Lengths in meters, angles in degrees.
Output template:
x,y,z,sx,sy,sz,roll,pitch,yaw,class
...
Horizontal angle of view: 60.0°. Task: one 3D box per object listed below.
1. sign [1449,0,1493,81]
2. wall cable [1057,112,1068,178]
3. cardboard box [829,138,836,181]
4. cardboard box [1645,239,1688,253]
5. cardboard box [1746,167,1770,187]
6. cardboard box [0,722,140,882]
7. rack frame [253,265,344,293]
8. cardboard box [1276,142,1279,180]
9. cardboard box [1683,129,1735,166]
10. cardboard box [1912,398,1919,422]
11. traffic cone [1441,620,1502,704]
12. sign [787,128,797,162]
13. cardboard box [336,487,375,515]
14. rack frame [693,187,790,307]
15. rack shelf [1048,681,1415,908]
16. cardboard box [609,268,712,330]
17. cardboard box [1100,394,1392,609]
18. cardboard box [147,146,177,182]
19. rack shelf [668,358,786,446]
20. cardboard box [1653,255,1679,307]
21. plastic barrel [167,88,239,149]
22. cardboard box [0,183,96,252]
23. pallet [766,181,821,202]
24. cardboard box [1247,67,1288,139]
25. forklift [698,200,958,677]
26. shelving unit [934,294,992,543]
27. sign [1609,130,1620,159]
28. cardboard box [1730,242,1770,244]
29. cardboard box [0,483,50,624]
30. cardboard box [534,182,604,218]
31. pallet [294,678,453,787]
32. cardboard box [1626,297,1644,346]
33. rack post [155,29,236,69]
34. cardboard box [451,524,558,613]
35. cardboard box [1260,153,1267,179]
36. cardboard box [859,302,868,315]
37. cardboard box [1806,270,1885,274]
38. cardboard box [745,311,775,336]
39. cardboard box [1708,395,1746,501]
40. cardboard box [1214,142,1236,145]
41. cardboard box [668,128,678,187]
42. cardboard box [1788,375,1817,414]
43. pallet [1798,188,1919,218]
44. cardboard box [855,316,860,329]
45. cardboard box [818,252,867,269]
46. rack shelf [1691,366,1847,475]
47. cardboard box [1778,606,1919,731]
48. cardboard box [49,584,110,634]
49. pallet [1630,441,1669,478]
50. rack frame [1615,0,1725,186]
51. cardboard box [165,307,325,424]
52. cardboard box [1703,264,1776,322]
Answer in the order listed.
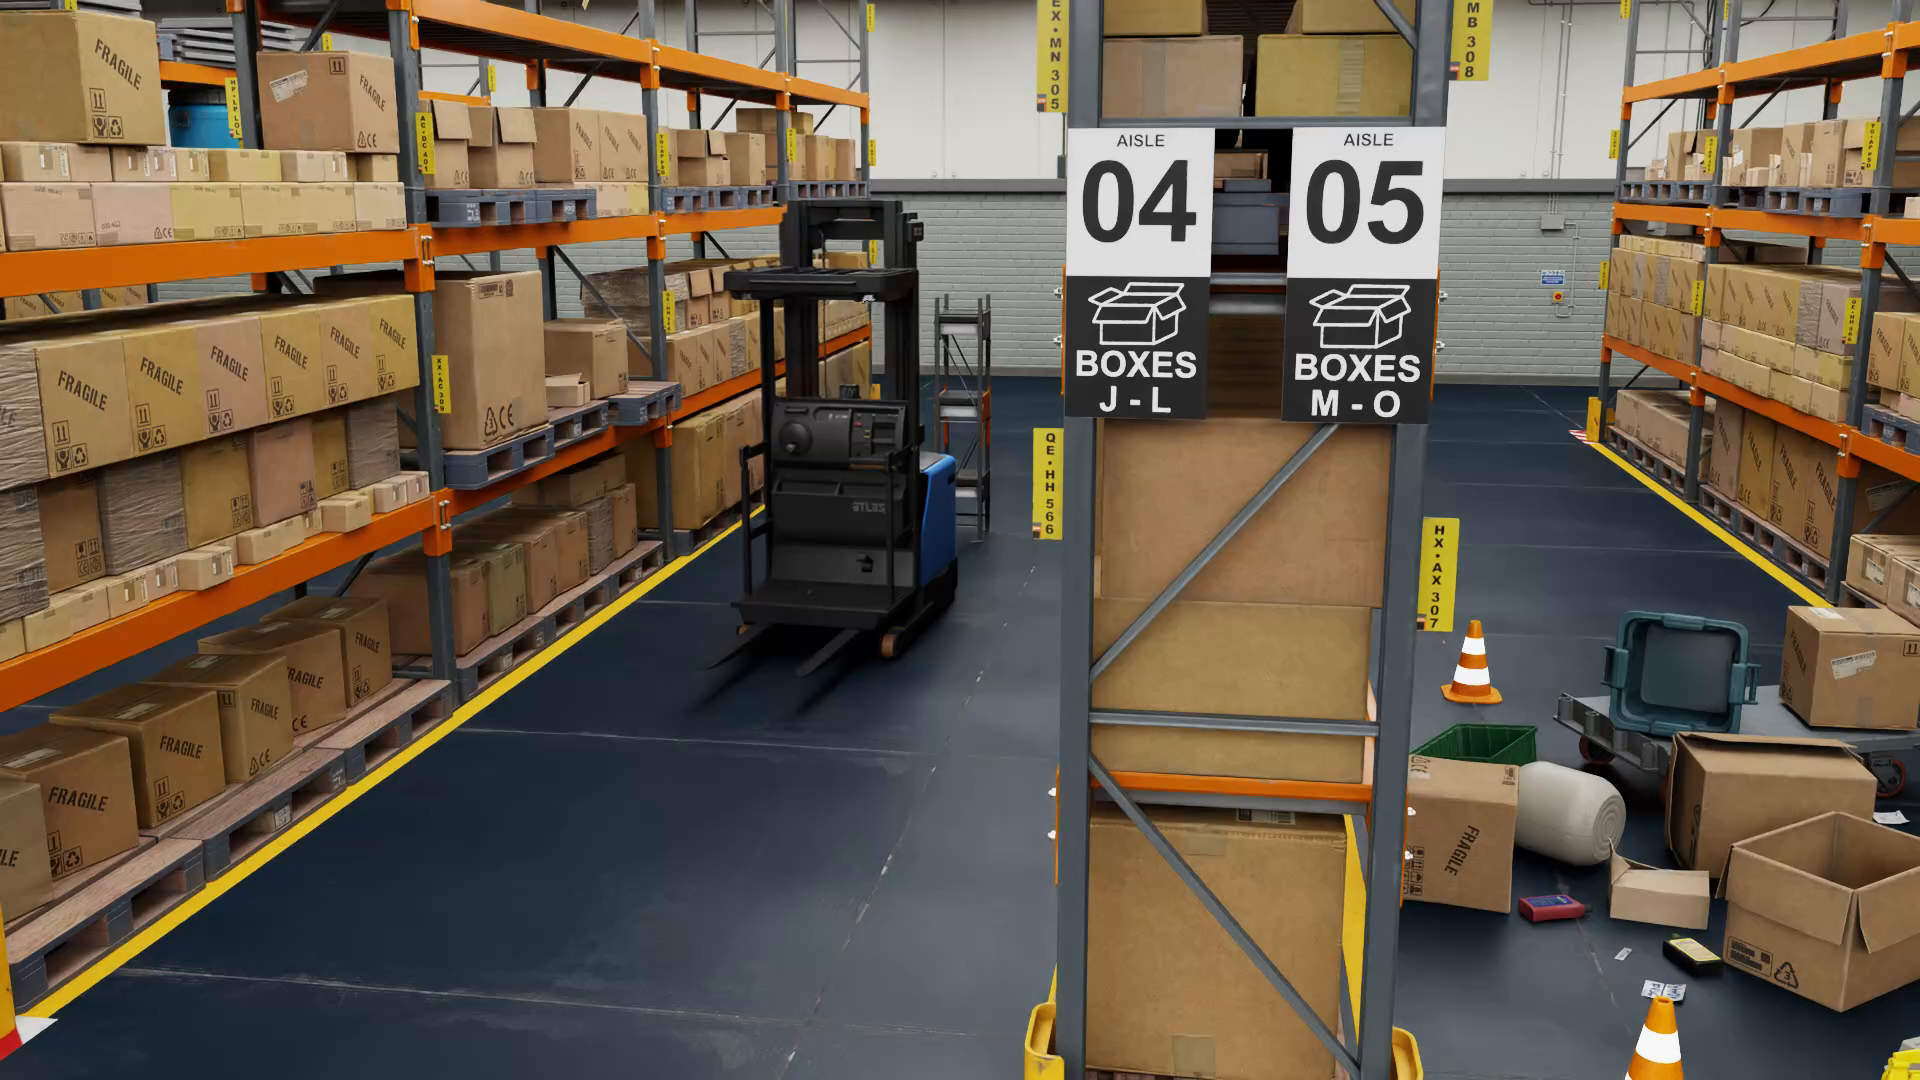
x,y,z,sx,sy,sz,roll,pitch,yaw,class
1.343,-1.372,4.359,0.100,0.325,0.005,2,12,9,sign
2.646,-8.542,25.136,2.277,5.999,0.120,2,12,9,wall cable
-1.862,-4.518,19.746,0.700,0.500,0.500,1,12,7,cardboard box
7.621,-3.171,17.937,0.380,0.149,0.250,2,12,9,cardboard box
7.007,-3.123,14.304,0.380,0.166,0.250,1,12,5,cardboard box
-3.919,1.121,7.110,0.500,0.500,0.500,5,13,23,cardboard box
-7.138,-2.300,18.044,1.000,3.000,0.127,2,12,9,rack frame
1.437,-1.486,6.510,0.380,0.149,0.250,2,12,8,cardboard box
7.723,-3.871,16.735,0.797,0.503,0.637,3,12,13,cardboard box
6.472,-0.836,10.854,0.380,0.149,0.250,2,12,9,cardboard box
3.109,0.718,10.064,0.336,0.463,0.334,2,12,9,traffic cone
-1.707,-3.996,16.823,0.100,0.325,0.005,2,12,9,sign
-3.363,-0.195,8.874,0.380,0.149,0.250,2,12,9,cardboard box
-2.244,-2.139,17.299,1.000,3.000,0.127,2,12,9,rack frame
1.103,0.476,6.872,1.077,0.370,4.000,2,12,9,rack shelf
-2.628,-2.133,14.652,0.797,0.503,0.637,2,12,10,cardboard box
0.891,-0.137,5.088,0.875,0.550,0.550,2,12,9,cardboard box
-3.593,-1.602,7.096,0.380,0.149,0.250,2,12,8,cardboard box
-2.552,-1.371,15.443,1.077,0.370,4.000,2,12,9,rack shelf
7.503,-2.674,17.173,0.500,0.500,0.500,2,12,9,cardboard box
-7.250,-3.856,15.959,0.600,0.901,0.708,2,12,9,plastic barrel
-3.687,-1.234,6.333,0.500,0.250,0.500,2,12,7,cardboard box
-2.108,-3.732,17.781,1.003,0.211,1.213,2,12,9,pallet
1.277,-1.555,5.884,0.500,0.250,0.500,2,12,8,cardboard box
-0.870,-0.746,10.996,1.130,2.935,3.031,3,13,14,forklift
0.025,-1.061,14.432,0.431,2.100,0.503,2,12,9,shelving unit
7.616,-4.602,19.346,0.100,0.325,0.005,2,12,9,sign
8.042,-2.943,16.877,0.380,0.149,0.250,2,12,7,cardboard box
-3.978,0.051,6.193,0.875,0.500,0.500,2,12,9,cardboard box
-2.833,-2.384,11.673,0.500,0.250,0.500,2,12,10,cardboard box
-3.543,1.030,9.211,1.003,0.211,1.213,2,12,9,pallet
7.659,-2.397,18.261,0.500,0.500,0.500,2,12,8,cardboard box
-7.324,-4.562,15.490,0.937,0.300,0.954,3,13,15,rack post
-3.181,0.191,11.377,0.700,0.500,0.500,1,12,4,cardboard box
1.750,-2.064,8.917,0.258,0.266,0.396,2,12,8,cardboard box
-1.441,-2.934,20.639,0.500,0.250,0.500,2,12,8,cardboard box
7.558,-2.042,14.236,0.500,0.500,0.500,2,12,10,cardboard box
-2.129,-1.979,16.319,0.500,0.500,0.500,2,12,10,cardboard box
7.531,-0.853,15.378,0.875,0.875,0.875,2,12,10,cardboard box
0.906,-1.782,6.937,0.500,0.250,0.500,2,12,8,cardboard box
-2.791,-3.339,14.512,0.500,0.500,0.500,3,12,12,cardboard box
6.817,-1.133,12.985,0.500,0.250,0.500,2,12,10,cardboard box
6.979,-2.495,12.279,1.213,0.211,1.003,2,12,11,pallet
-1.437,-2.658,20.301,0.380,0.149,0.250,2,12,9,cardboard box
-1.444,-3.301,20.558,0.500,0.500,0.500,2,12,9,cardboard box
7.240,-1.050,13.953,1.077,0.370,4.000,2,12,9,rack shelf
4.554,0.648,8.504,0.500,0.500,0.500,2,12,9,cardboard box
-3.682,0.274,6.696,0.380,0.149,0.250,2,12,9,cardboard box
7.927,-0.865,18.008,1.003,0.211,1.213,2,12,9,pallet
8.163,-5.583,19.041,1.000,3.000,0.127,2,12,9,rack frame
-3.425,-0.846,7.983,0.500,0.500,0.500,2,12,9,cardboard box
7.196,-2.273,15.312,0.500,0.500,0.500,2,12,9,cardboard box
